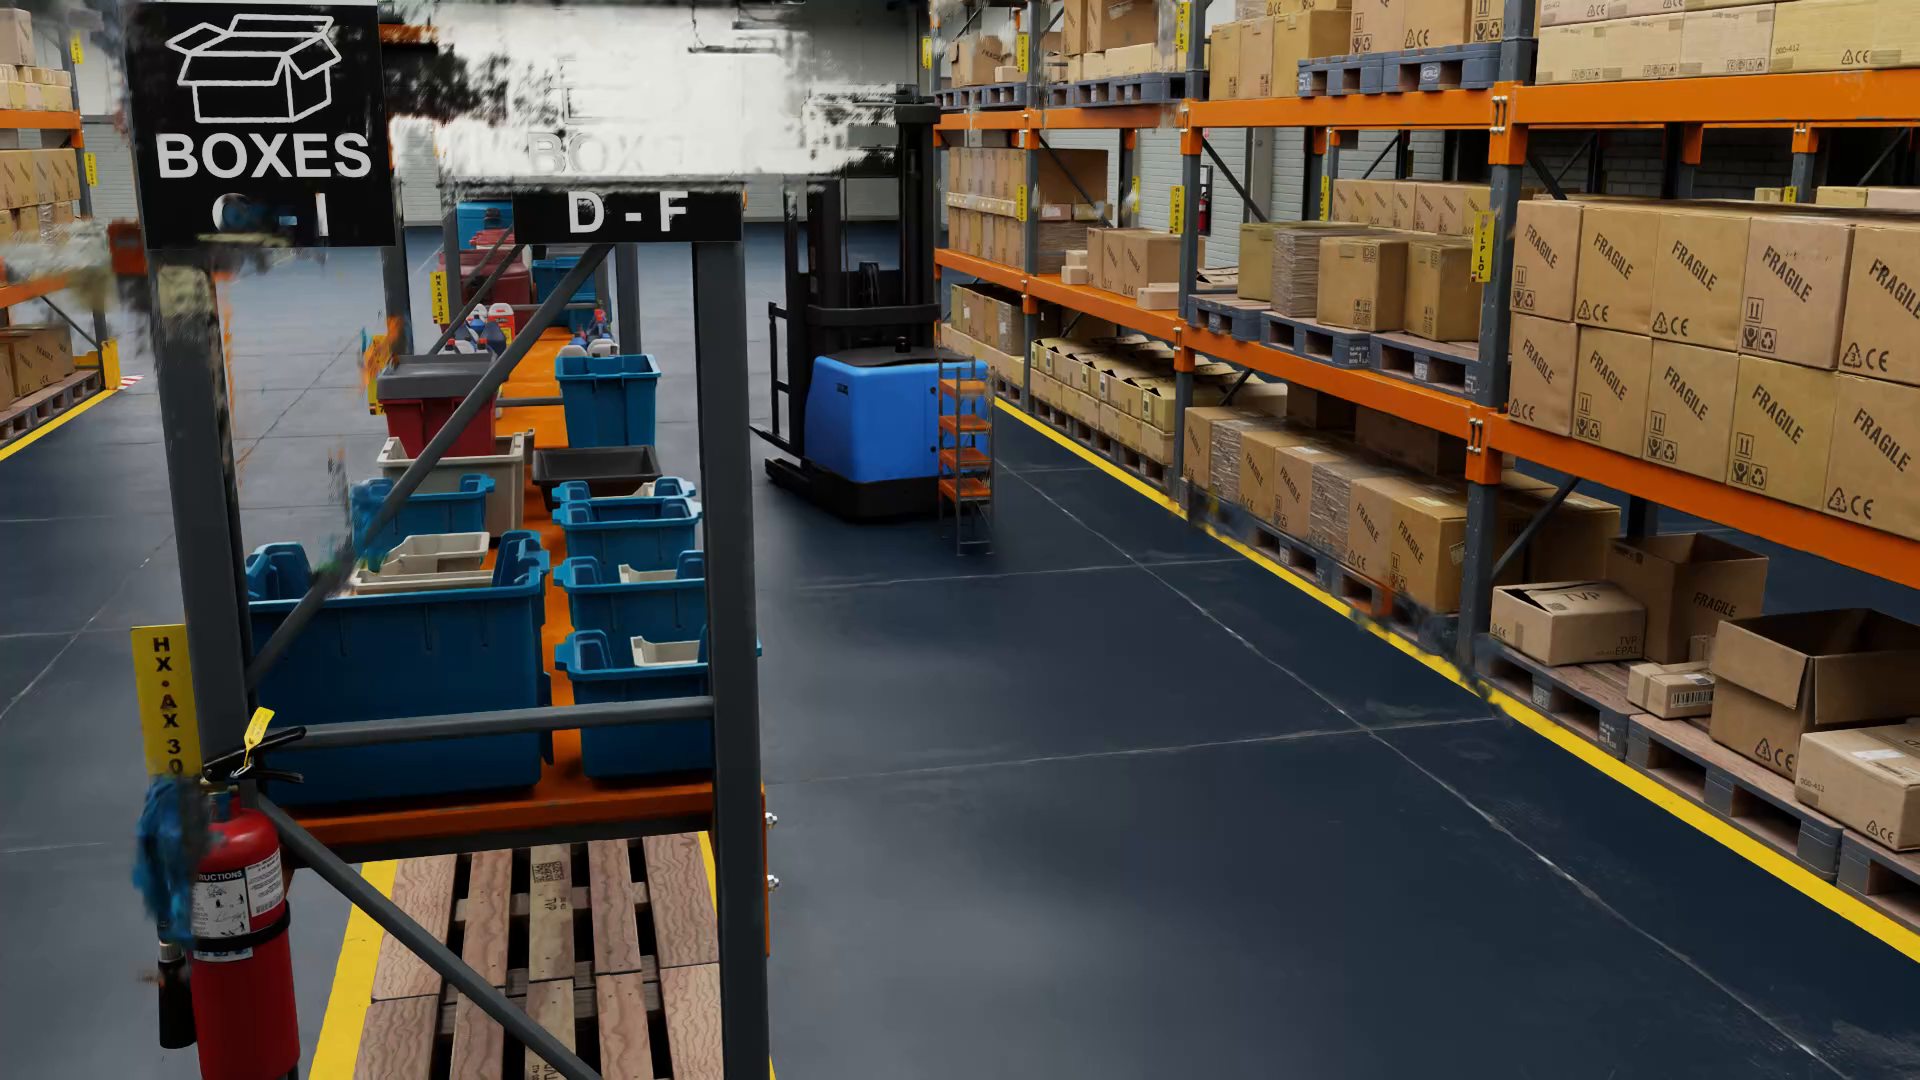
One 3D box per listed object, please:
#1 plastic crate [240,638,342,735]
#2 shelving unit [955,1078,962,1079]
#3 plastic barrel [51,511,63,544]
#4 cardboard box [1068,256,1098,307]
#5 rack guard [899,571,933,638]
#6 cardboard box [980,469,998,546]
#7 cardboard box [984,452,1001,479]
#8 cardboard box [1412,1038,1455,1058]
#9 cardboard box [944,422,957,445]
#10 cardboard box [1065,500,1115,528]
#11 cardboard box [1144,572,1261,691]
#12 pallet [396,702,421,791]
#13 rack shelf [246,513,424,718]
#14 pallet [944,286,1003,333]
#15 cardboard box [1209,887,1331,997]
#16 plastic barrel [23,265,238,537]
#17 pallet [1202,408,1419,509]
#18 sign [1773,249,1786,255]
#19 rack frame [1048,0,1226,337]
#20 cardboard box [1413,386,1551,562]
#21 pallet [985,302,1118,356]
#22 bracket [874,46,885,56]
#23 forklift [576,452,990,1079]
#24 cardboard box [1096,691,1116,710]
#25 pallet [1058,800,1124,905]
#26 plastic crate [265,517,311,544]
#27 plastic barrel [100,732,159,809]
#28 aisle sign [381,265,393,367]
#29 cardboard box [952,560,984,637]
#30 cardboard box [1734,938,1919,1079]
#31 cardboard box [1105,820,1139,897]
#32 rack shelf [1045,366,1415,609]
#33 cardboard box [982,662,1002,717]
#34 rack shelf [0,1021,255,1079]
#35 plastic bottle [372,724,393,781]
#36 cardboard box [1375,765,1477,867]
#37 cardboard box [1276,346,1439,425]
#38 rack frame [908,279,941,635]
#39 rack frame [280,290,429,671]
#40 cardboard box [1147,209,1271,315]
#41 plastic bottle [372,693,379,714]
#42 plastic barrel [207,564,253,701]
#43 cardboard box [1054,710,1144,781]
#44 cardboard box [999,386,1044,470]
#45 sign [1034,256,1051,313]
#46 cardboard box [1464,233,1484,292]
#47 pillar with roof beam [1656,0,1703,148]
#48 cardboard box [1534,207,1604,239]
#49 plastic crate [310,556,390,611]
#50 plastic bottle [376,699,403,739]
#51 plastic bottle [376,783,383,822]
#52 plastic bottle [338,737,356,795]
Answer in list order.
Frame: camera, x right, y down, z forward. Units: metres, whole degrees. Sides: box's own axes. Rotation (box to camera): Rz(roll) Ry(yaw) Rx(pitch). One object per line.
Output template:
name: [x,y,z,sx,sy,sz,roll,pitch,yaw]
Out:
plastic crate: [-3.146,-2.168,13.515,0.392,0.384,0.575,-3,14,-13]
shelving unit: [0.039,-0.545,10.628,0.258,1.200,0.503,-3,14,-13]
plastic barrel: [-2.875,-2.926,10.591,0.294,0.245,0.294,0,14,0]
cardboard box: [1.120,-4.630,16.244,0.500,0.311,0.500,-4,14,-16]
rack guard: [0.164,-2.402,19.707,1.175,0.500,0.348,-3,14,-13]
cardboard box: [0.633,-3.194,17.470,0.700,0.500,0.500,-3,14,-11]
cardboard box: [0.475,-3.457,17.179,0.380,0.149,0.250,-3,14,-11]
cardboard box: [2.211,-0.771,12.671,0.500,0.250,0.500,-3,14,-13]
cardboard box: [0.174,-3.754,18.394,0.380,0.149,0.250,-3,14,-13]
cardboard box: [0.837,-3.103,15.729,0.380,0.149,0.250,-3,14,-13]
cardboard box: [1.397,-2.437,14.372,0.500,0.500,0.500,-2,14,-9]
pallet: [-4.114,-1.498,16.612,1.003,0.211,1.213,-3,14,-13]
rack shelf: [-4.177,-2.525,16.457,1.077,0.370,4.000,-3,14,-13]
pallet: [0.600,-4.579,17.214,1.003,0.211,1.213,-3,14,-13]
cardboard box: [1.557,-1.133,12.971,0.500,0.311,0.500,-4,14,-14]
plastic barrel: [-2.750,-3.392,11.116,0.600,0.901,0.600,0,14,0]
pallet: [1.802,-3.282,12.120,1.213,0.211,1.003,-3,14,-11]
sign: [5.397,-4.641,16.195,0.100,0.325,0.005,-3,14,-13]
rack frame: [1.109,-5.603,14.898,1.000,3.000,0.127,-3,14,-13]
cardboard box: [2.183,-3.172,11.061,0.910,0.500,0.500,-3,14,-13]
pallet: [0.883,-4.298,16.064,1.003,0.211,1.213,-3,14,-13]
bracket: [-2.056,-15.981,49.795,0.235,0.232,0.430,-3,14,-13]
forklift: [-0.849,-1.879,12.444,1.130,2.935,3.031,-6,15,-23]
cardboard box: [1.304,-2.045,16.307,0.500,0.500,0.500,-3,14,-13]
pallet: [1.320,-1.166,15.254,1.003,0.211,1.213,-3,14,-13]
plastic crate: [-4.749,-2.983,17.374,0.298,0.136,0.250,-3,14,-13]
plastic barrel: [-3.316,-1.867,12.014,0.421,0.512,0.421,0,14,0]
aisle sign: [-4.375,-4.632,18.088,0.394,0.787,0.004,-3,14,-13]
cardboard box: [0.328,-2.478,18.077,0.500,0.500,0.500,-3,14,-13]
cardboard box: [2.513,-1.499,9.649,0.700,0.500,0.500,-7,16,-27]
cardboard box: [1.206,-1.212,14.478,0.500,0.250,0.500,-4,14,-15]
rack shelf: [1.578,-3.335,13.451,1.077,0.370,4.000,-3,14,-13]
cardboard box: [0.548,-1.882,17.218,0.500,0.250,0.500,-3,14,-13]
rack shelf: [-2.298,-0.679,8.903,1.077,0.370,4.000,-3,14,-13]
plastic bottle: [-3.538,-1.593,15.781,0.144,0.351,0.185,-4,14,-16]
cardboard box: [2.005,-1.809,12.197,0.500,0.311,0.500,-2,14,-10]
cardboard box: [1.746,-3.575,12.352,0.500,0.250,0.500,-3,14,-12]
rack frame: [0.169,-3.611,19.387,1.000,3.000,0.127,-3,14,-13]
rack frame: [-4.646,-3.336,18.261,1.000,3.000,0.127,-3,14,-13]
cardboard box: [1.371,-4.366,14.009,0.500,0.500,0.500,-2,14,-8]
plastic bottle: [-3.860,-1.765,16.628,0.061,0.283,0.133,-3,14,-13]
plastic barrel: [-3.911,-2.551,13.990,0.600,0.901,0.708,-3,14,-13]
cardboard box: [0.964,-1.720,15.373,0.500,0.311,0.500,-3,14,-13]
cardboard box: [0.761,-3.701,16.812,0.700,0.500,0.500,-3,14,-13]
sign: [0.570,-4.404,15.055,0.100,0.325,0.005,-3,14,-13]
cardboard box: [4.819,-5.312,19.778,0.500,0.500,0.500,-3,14,-12]
pillar with roof beam: [1.804,-6.449,18.363,9.100,9.000,0.400,-3,14,-13]
cardboard box: [5.038,-5.551,18.646,0.500,0.500,0.500,-3,14,-12]
plastic crate: [-3.751,-2.639,15.855,0.450,0.188,0.662,-3,14,-13]
plastic bottle: [-3.724,-1.735,16.522,0.152,0.276,0.135,-4,14,-15]
plastic bottle: [-3.356,-1.399,15.156,0.097,0.271,0.097,0,14,0]
plastic bottle: [-3.633,-1.541,15.570,0.144,0.351,0.185,-3,14,-13]
